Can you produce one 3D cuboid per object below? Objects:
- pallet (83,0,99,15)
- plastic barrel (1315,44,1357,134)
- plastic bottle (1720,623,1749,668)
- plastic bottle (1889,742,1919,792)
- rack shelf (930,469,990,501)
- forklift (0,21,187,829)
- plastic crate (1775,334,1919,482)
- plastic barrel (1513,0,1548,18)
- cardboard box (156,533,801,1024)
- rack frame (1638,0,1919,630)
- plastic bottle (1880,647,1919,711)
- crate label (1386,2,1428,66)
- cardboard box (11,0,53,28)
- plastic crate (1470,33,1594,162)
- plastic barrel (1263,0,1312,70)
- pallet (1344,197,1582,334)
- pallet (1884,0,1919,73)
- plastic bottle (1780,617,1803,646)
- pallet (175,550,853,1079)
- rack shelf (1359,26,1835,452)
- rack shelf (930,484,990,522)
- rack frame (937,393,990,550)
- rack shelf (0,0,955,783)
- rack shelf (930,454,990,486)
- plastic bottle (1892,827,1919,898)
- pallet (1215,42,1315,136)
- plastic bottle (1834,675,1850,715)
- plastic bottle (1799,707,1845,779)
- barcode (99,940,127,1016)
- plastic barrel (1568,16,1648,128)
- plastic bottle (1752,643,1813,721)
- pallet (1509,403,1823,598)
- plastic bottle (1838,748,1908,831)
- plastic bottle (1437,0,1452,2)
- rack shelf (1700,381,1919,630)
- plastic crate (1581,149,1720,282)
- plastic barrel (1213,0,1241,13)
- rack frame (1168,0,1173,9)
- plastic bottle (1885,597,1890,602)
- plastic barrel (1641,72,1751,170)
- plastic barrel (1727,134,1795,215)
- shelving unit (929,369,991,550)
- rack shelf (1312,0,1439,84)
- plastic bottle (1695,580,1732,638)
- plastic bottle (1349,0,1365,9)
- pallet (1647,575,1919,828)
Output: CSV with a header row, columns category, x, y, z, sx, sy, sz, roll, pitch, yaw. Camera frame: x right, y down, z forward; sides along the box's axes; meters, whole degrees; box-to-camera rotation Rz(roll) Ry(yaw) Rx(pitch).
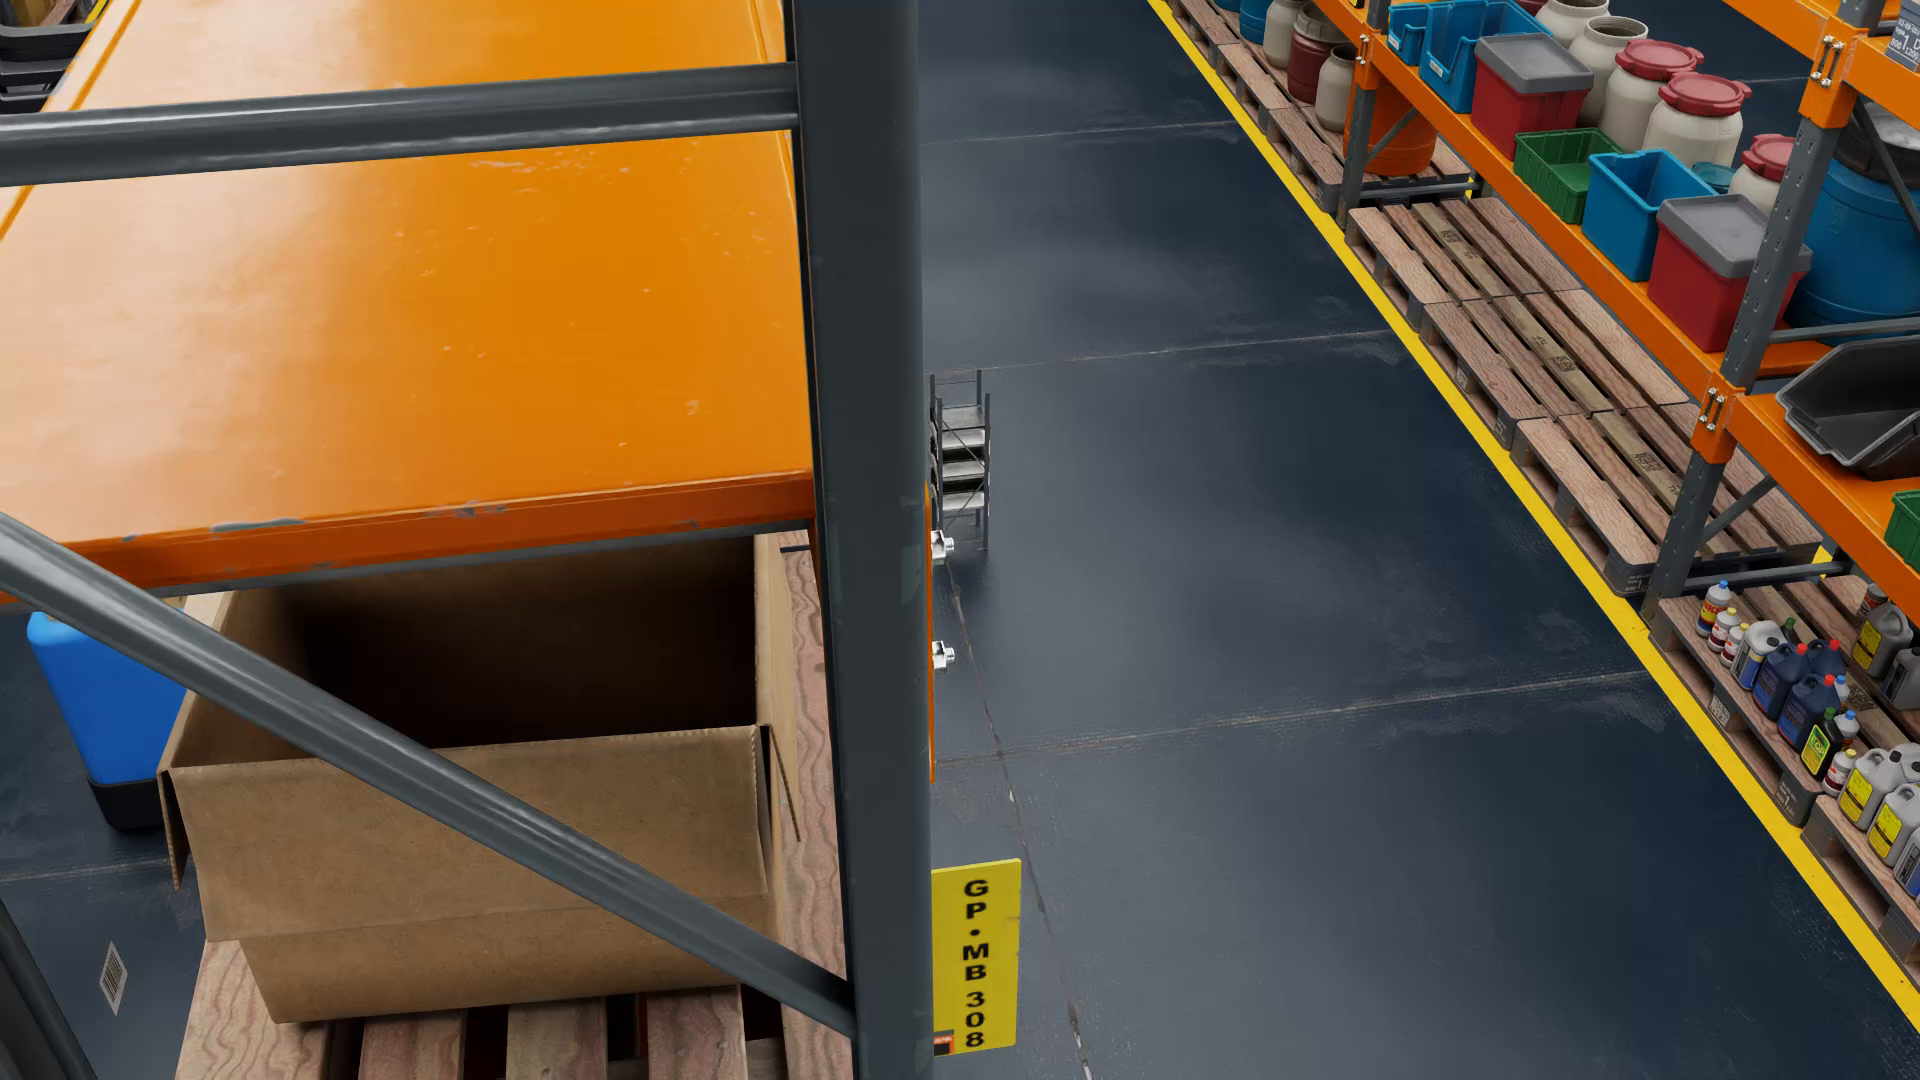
category,x,y,z,sx,sy,sz,roll,pitch,yaw
pallet,-7.785,-4.725,14.060,1.003,0.211,1.213,-6,38,-8
plastic barrel,2.654,-3.078,11.353,0.421,0.512,0.421,0,38,0
plastic bottle,3.305,0.440,7.061,0.097,0.201,0.097,0,38,0
plastic bottle,3.627,0.920,6.383,0.152,0.276,0.135,-6,38,-8
rack shelf,-0.001,-0.263,7.956,0.258,0.077,0.200,-6,38,-8
forklift,-3.174,-0.922,6.948,1.130,2.935,3.031,-7,38,-9
plastic crate,3.611,-0.500,6.399,0.767,0.338,0.504,-6,38,-8
plastic barrel,3.323,-3.076,9.553,0.600,0.536,0.708,-6,38,-8
cardboard box,-0.628,0.299,2.335,0.797,0.503,0.637,-4,38,-5
rack frame,3.645,-0.854,6.804,1.000,3.000,0.127,-6,38,-8
plastic bottle,3.934,0.553,6.855,0.152,0.276,0.135,-6,38,-8
crate label,2.648,-2.909,9.586,0.303,0.233,0.416,-6,38,-8
cardboard box,-7.542,-4.262,12.886,0.700,0.500,0.500,-6,38,-7
plastic crate,2.926,-2.286,8.596,0.402,0.464,0.583,-6,38,-8
plastic barrel,2.456,-3.761,12.231,0.421,0.512,0.421,0,38,0
pallet,3.041,-1.697,10.162,1.003,0.211,1.213,-6,38,-8
pallet,3.867,-1.539,5.394,1.213,0.211,1.003,-6,38,-8
plastic bottle,3.457,0.465,6.962,0.061,0.283,0.133,-6,38,-8
pallet,-0.630,0.513,2.672,1.003,0.211,1.213,-6,38,-8
rack shelf,3.294,-1.778,8.580,1.077,0.370,4.000,-6,38,-8
rack shelf,-0.001,-0.192,8.011,0.258,0.077,0.200,-6,38,-8
rack frame,0.016,-0.299,7.801,0.240,0.900,0.006,-6,38,-8
rack shelf,-0.882,-1.043,3.069,1.077,0.370,4.000,-6,38,-8
rack shelf,-0.001,-0.334,7.901,0.258,0.077,0.200,-6,38,-8
plastic bottle,3.551,1.163,6.070,0.152,0.276,0.135,-7,38,-9
pallet,2.554,-3.376,12.323,1.003,0.211,1.213,-6,38,-8
plastic bottle,3.522,0.656,6.725,0.097,0.271,0.097,0,38,0
plastic bottle,3.399,0.795,6.537,0.061,0.283,0.133,-5,38,-6
barcode,-1.059,0.548,2.081,0.001,0.075,0.075,-6,38,-8
plastic barrel,3.408,-2.461,8.782,0.421,0.512,0.421,0,38,0
plastic bottle,3.378,0.551,6.797,0.144,0.351,0.185,-5,38,-7
pallet,3.469,-0.223,8.265,1.003,0.211,1.213,-6,38,-8
plastic bottle,3.485,0.921,6.320,0.144,0.351,0.185,-7,38,-8
plastic bottle,3.036,-3.501,10.312,0.152,0.276,0.135,-6,38,-8
rack shelf,3.995,0.638,5.470,1.077,0.370,4.000,-6,38,-8
plastic crate,3.145,-1.480,7.624,0.392,0.384,0.575,-6,38,-8
plastic barrel,2.321,-4.693,13.113,0.600,0.901,0.708,-6,38,-8
rack frame,2.242,-5.686,13.024,1.000,3.000,0.127,-6,38,-8
plastic bottle,4.054,0.300,7.174,0.061,0.283,0.133,-4,38,-6
plastic barrel,3.564,-1.952,8.107,0.433,0.535,0.433,0,38,0
plastic barrel,3.693,-1.509,7.537,0.433,0.535,0.433,0,38,0
shelving unit,-0.001,-0.360,7.880,0.258,0.900,0.210,-6,38,-8
rack shelf,2.593,-4.194,11.690,1.077,0.370,4.000,-6,38,-8
plastic bottle,3.269,0.289,7.198,0.097,0.271,0.097,0,38,0
plastic bottle,2.453,-3.422,10.205,0.061,0.283,0.133,-6,38,-8
pallet,3.721,0.657,7.132,1.003,0.211,1.213,-6,38,-8
